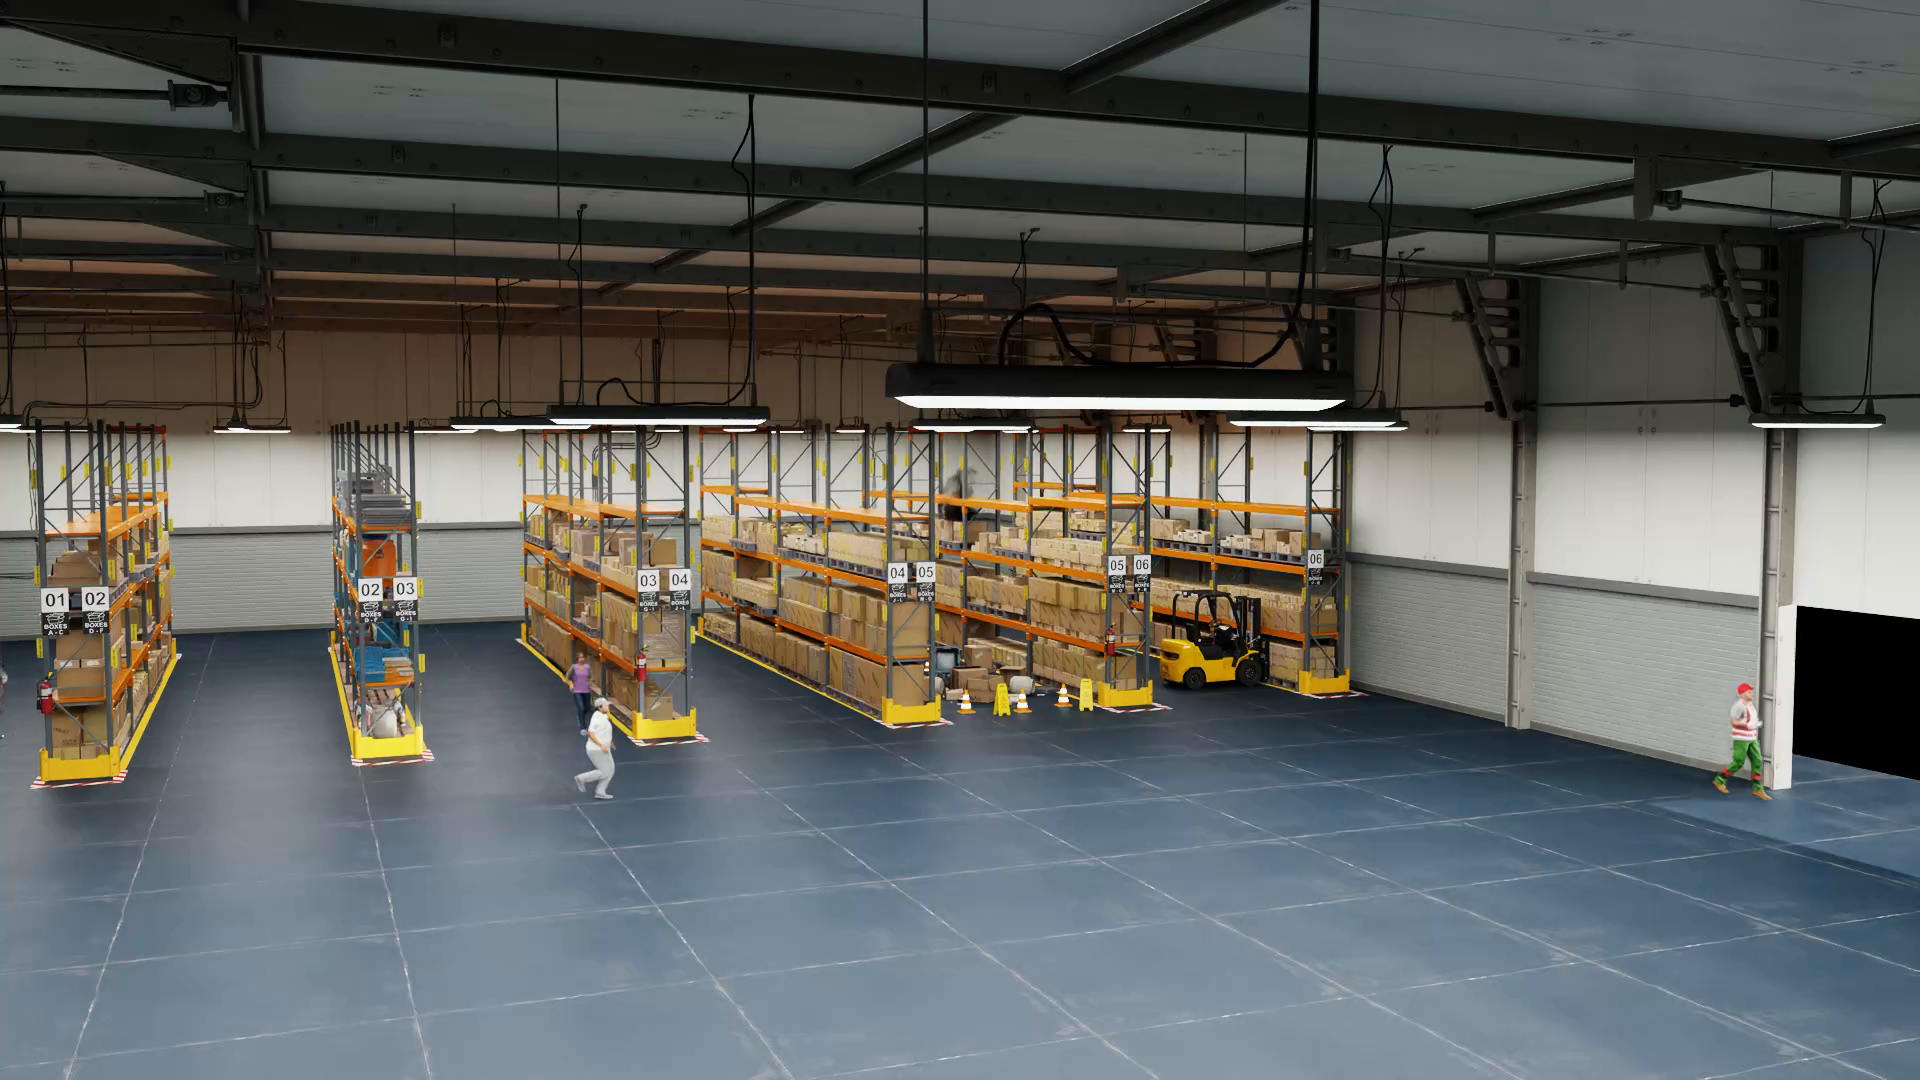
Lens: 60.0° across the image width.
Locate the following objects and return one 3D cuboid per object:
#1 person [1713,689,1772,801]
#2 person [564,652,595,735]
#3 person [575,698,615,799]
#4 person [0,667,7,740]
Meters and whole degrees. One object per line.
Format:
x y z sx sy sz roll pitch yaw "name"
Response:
12.379 3.195 26.262 0.661 1.768 0.864 -3 5 -38 "person"
-7.303 2.927 31.990 0.554 1.569 0.810 -2 4 -27 "person"
-5.752 3.287 26.200 0.579 1.619 0.593 0 4 -1 "person"
-18.223 2.936 31.310 0.545 1.580 0.873 -3 4 -37 "person"
